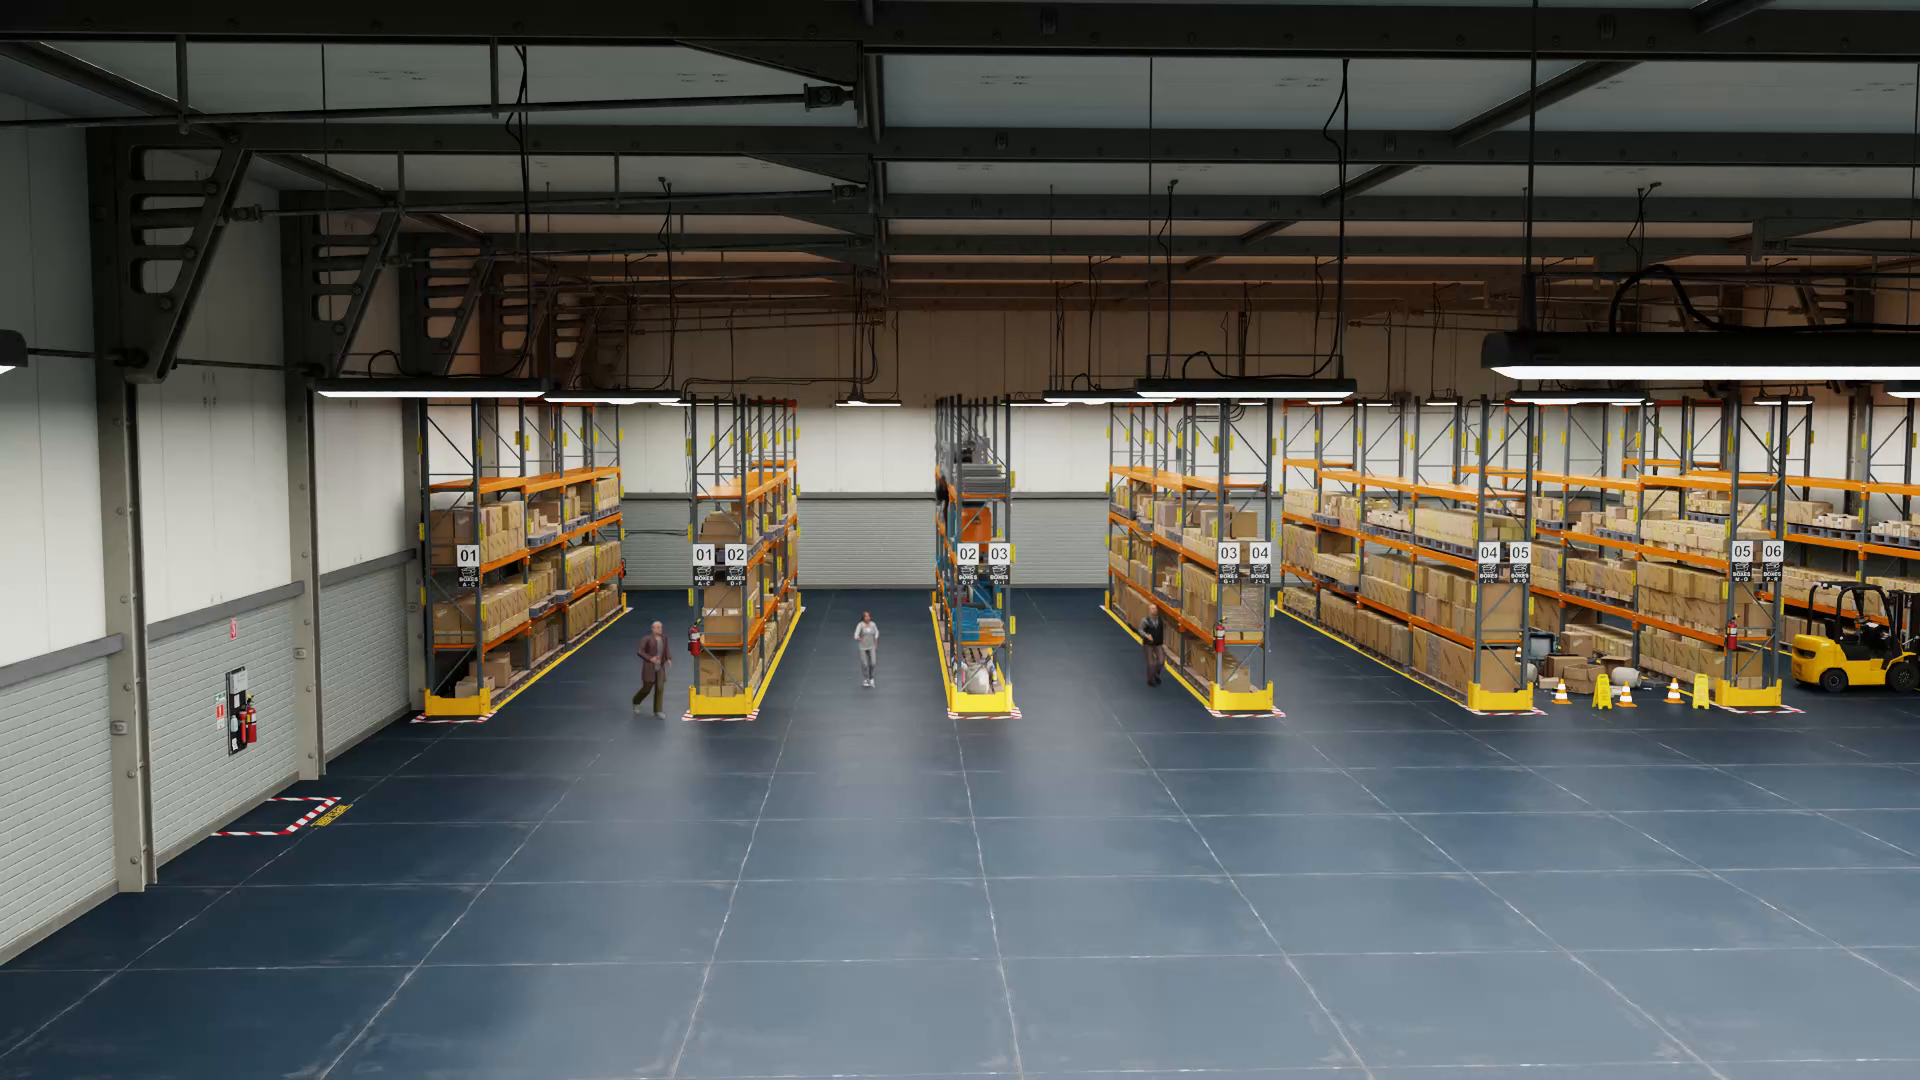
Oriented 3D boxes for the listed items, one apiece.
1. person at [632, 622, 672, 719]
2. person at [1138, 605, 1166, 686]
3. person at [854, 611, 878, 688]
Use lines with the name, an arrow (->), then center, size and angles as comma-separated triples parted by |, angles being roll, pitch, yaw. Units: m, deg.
person -> -5.681, 2.394, 30.945 | 0.756, 1.765, 0.945 | -4, 6, -41
person -> 3.990, 2.180, 34.279 | 0.658, 1.703, 0.641 | -1, 5, -9
person -> -1.907, 2.248, 34.108 | 0.538, 1.591, 0.639 | -1, 5, -12
